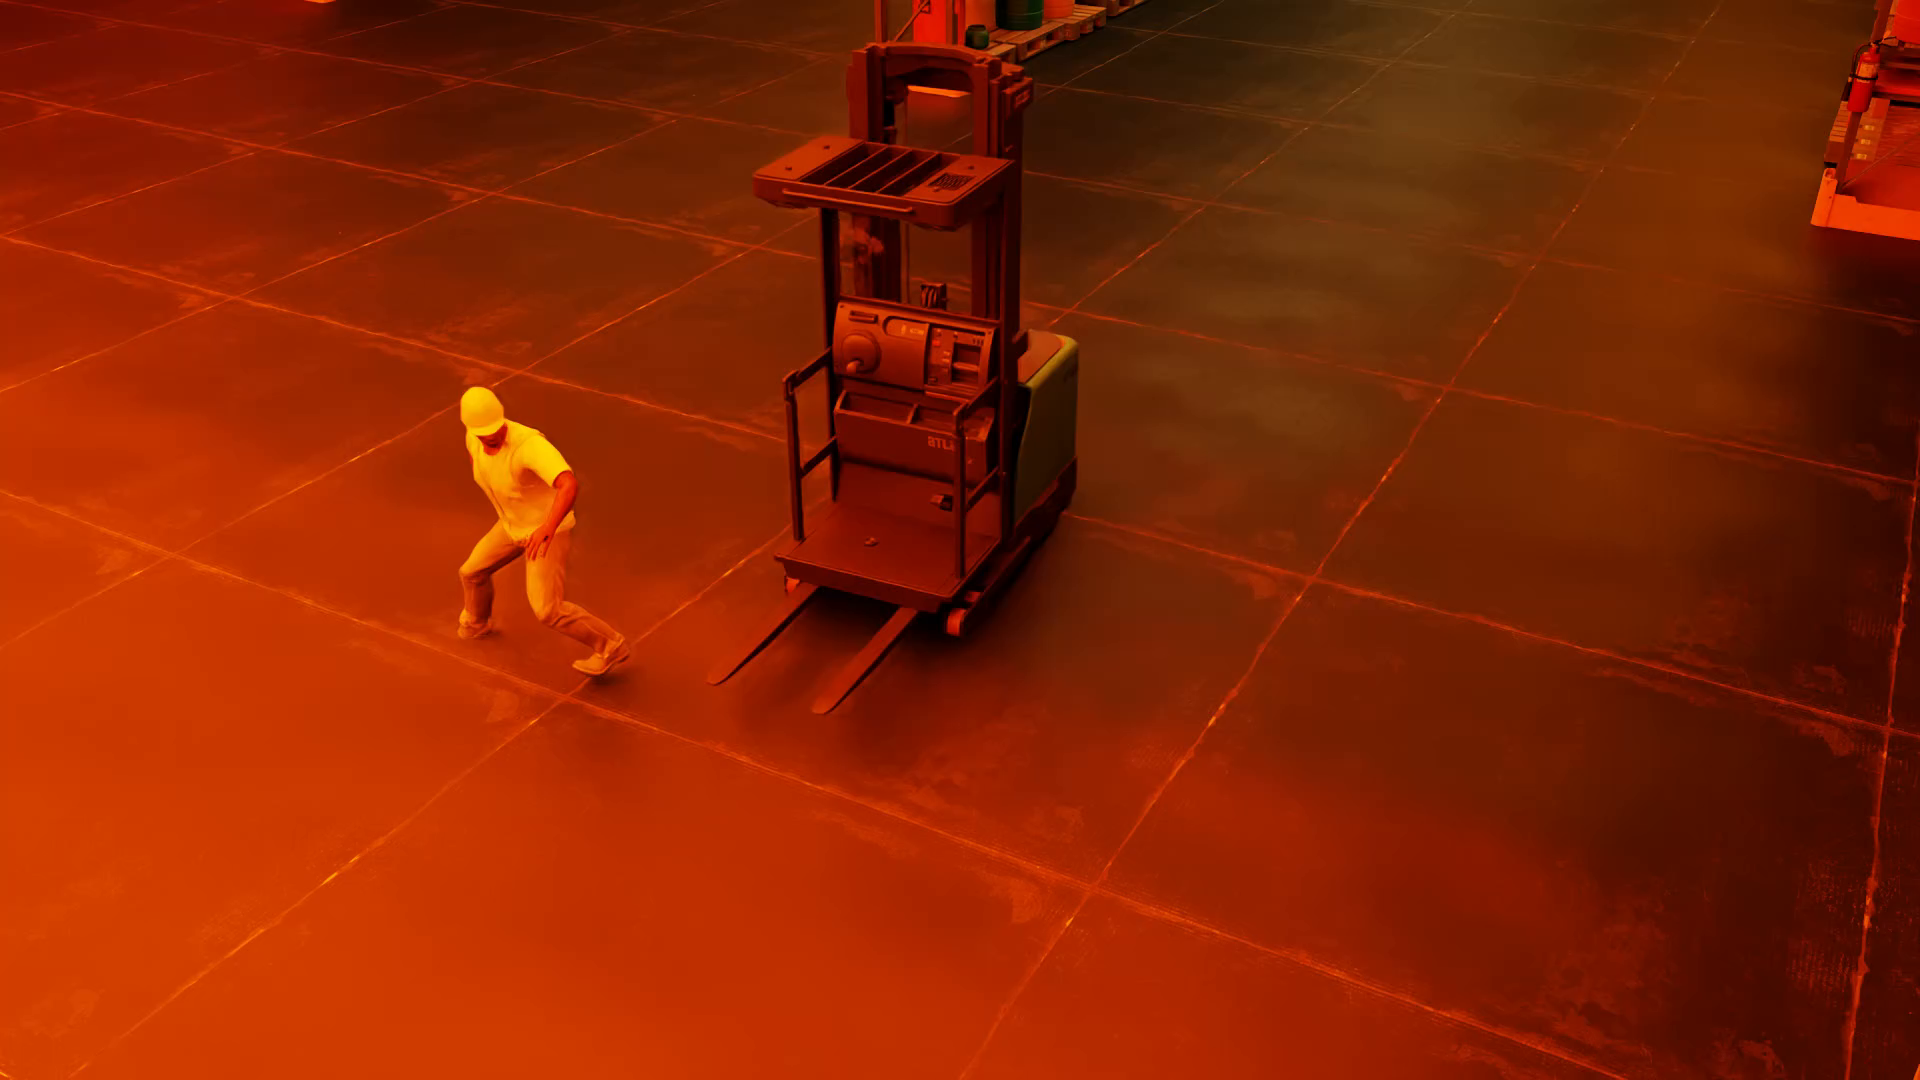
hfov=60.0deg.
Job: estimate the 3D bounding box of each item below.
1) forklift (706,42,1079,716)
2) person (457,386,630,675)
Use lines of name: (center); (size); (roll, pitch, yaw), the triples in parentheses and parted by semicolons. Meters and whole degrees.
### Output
forklift: (-0.342, -0.983, 8.775); (1.130, 2.935, 3.031); (13, 32, 21)
person: (-2.302, -0.053, 8.588); (0.556, 1.707, 1.194); (-26, 39, -37)
